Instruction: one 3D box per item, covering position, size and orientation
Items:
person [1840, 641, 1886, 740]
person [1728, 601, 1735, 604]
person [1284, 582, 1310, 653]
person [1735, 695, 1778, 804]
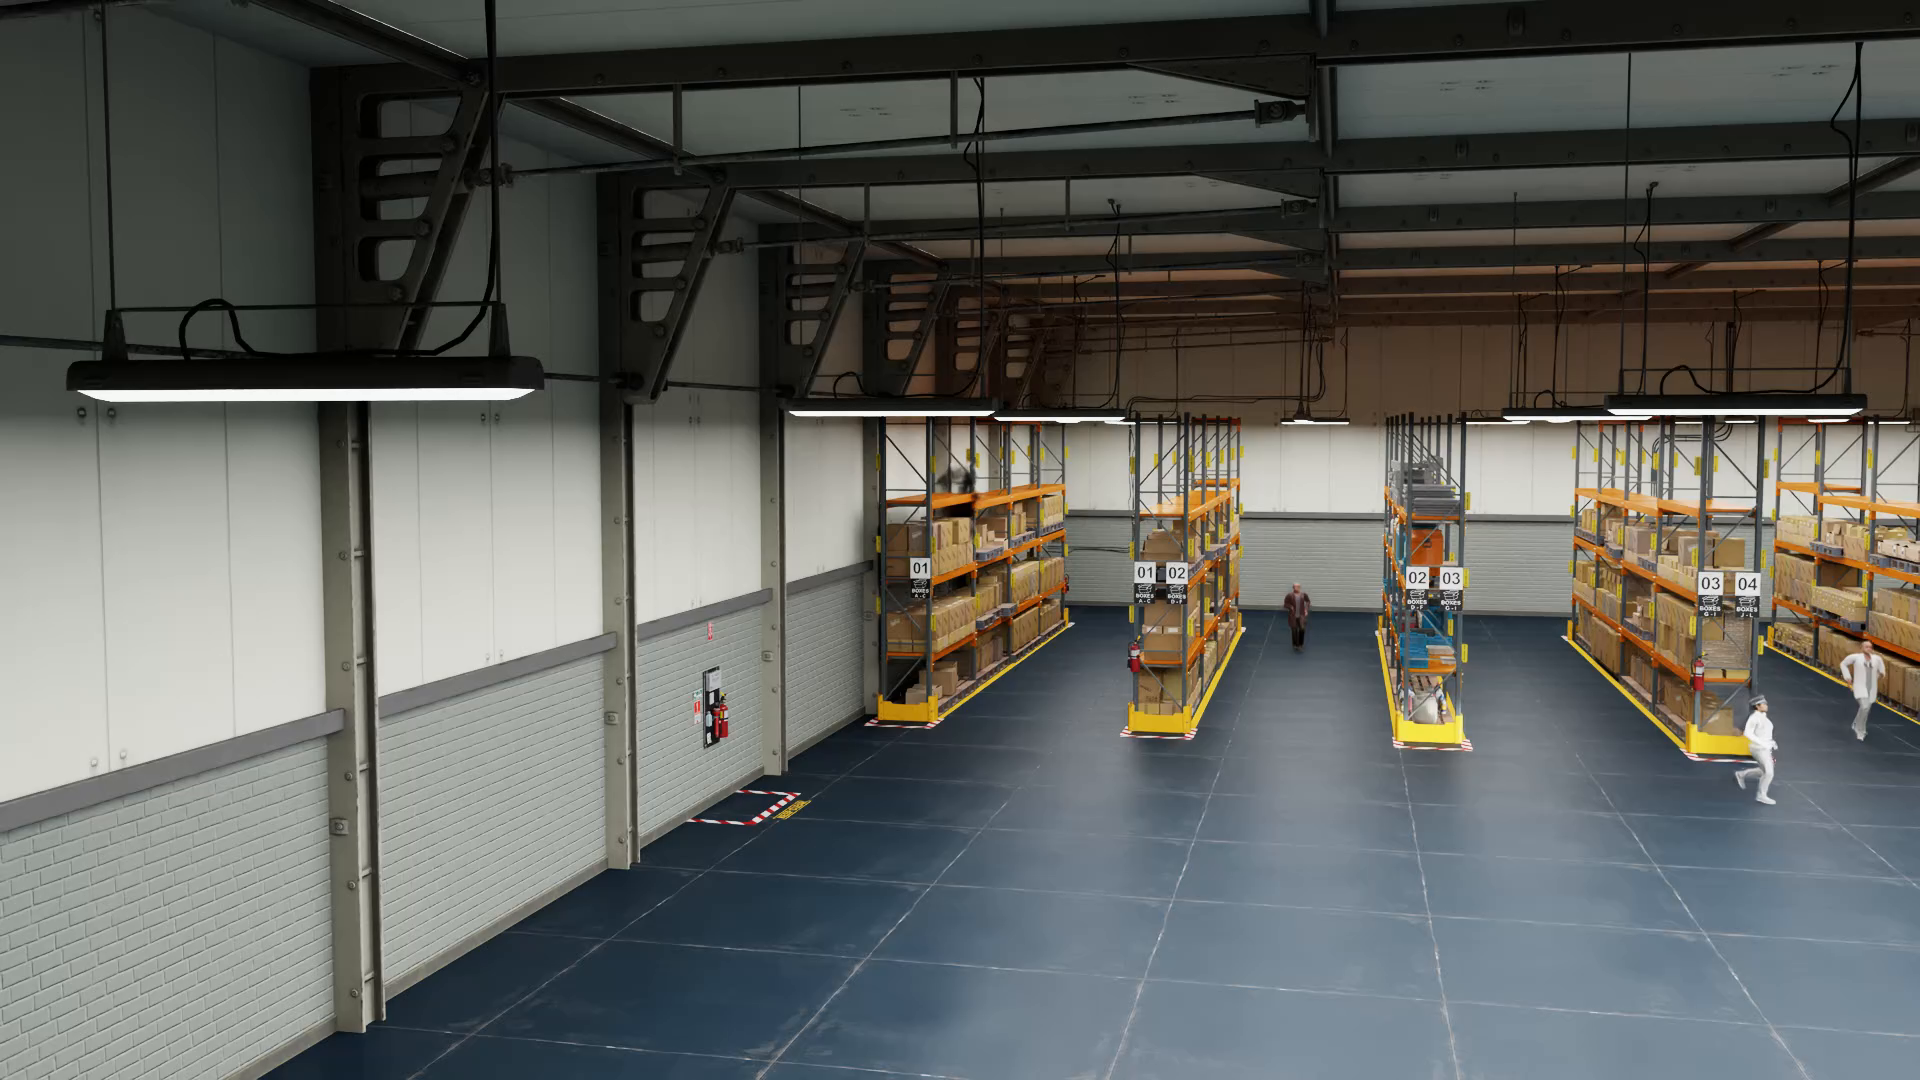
[{"bbox_3d":[16.696,2.777,30.667,0.688,1.839,0.836,0,4,1],"label":"person"},{"bbox_3d":[20.431,1.942,44.537,0.607,1.546,0.791,-3,5,-41],"label":"person"},{"bbox_3d":[8.599,1.982,42.391,0.681,1.796,0.774,1,4,8],"label":"person"},{"bbox_3d":[12.187,3.185,25.448,0.587,1.665,0.617,3,5,41],"label":"person"}]
